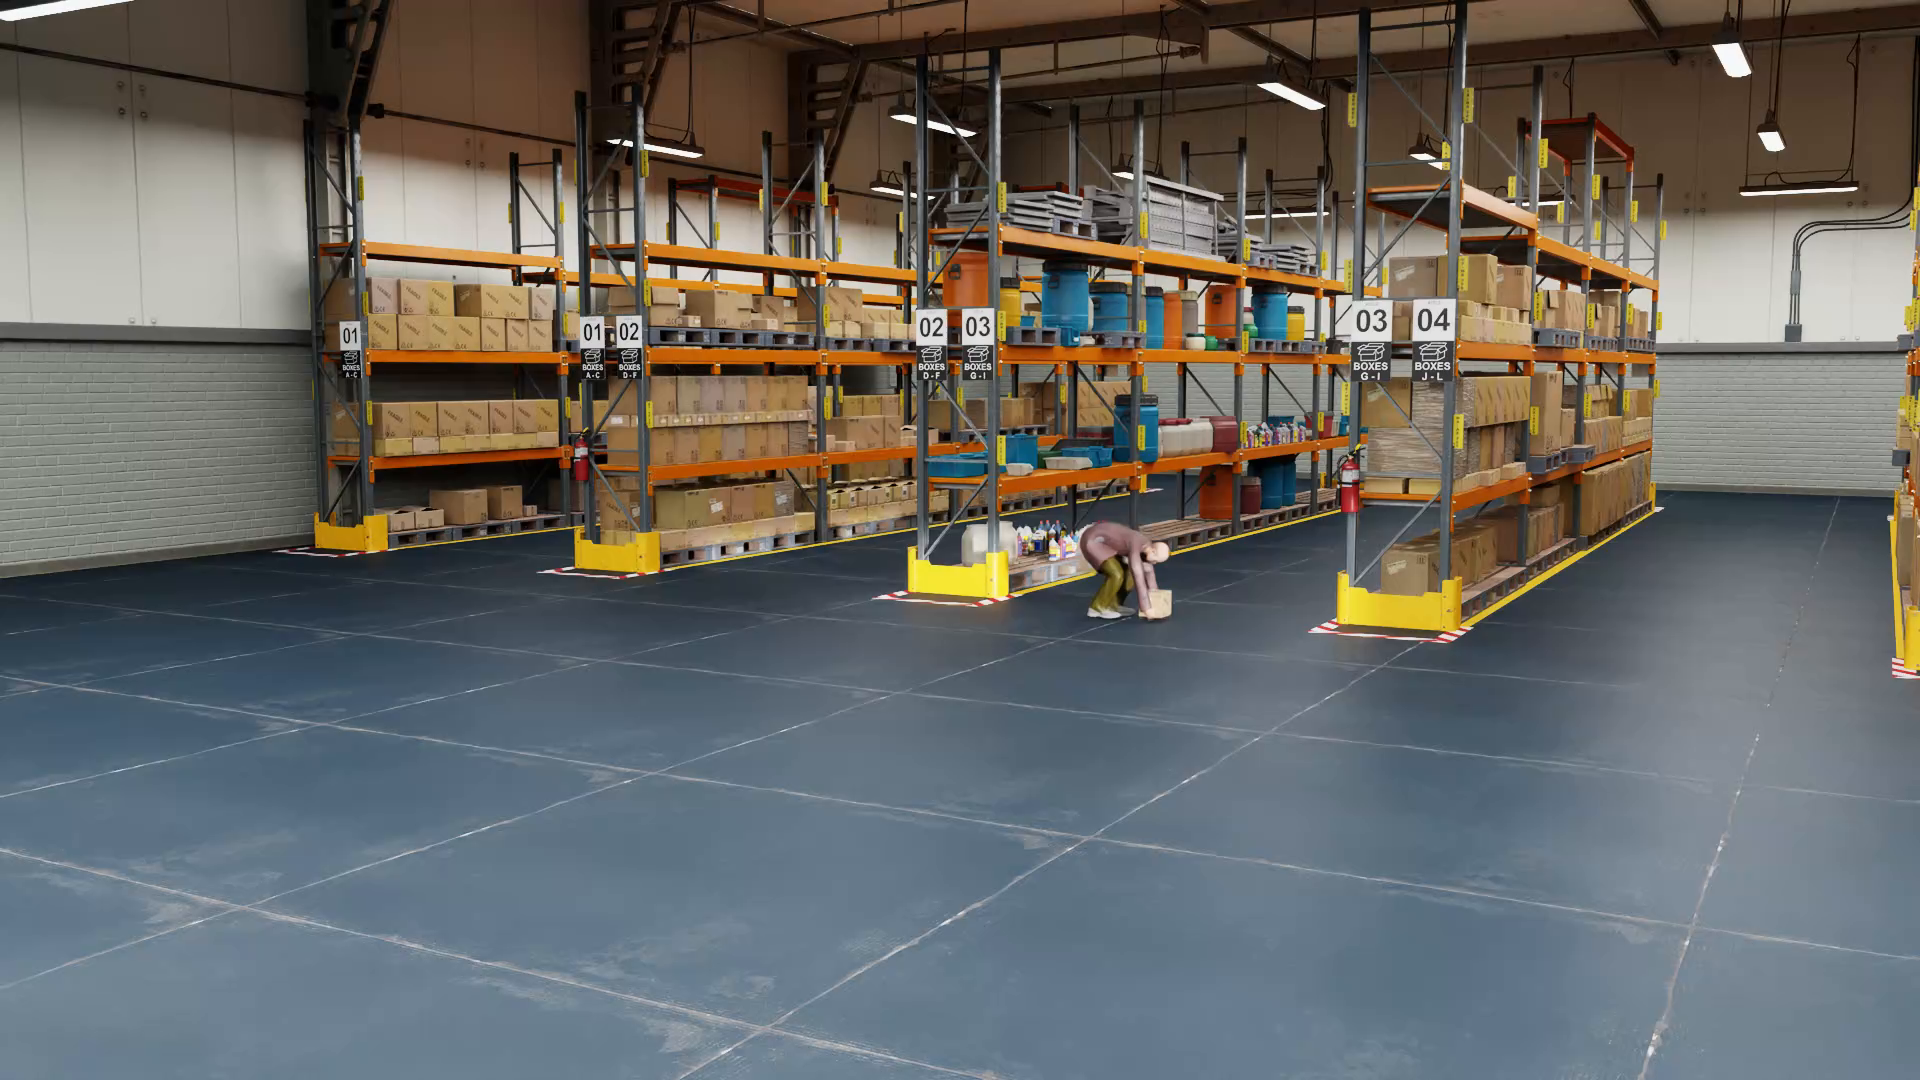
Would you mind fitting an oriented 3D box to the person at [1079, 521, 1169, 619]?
[{"bbox_3d":[1.679,0.305,16.986,0.942,0.981,0.585,3,6,26],"label":"person"}]
